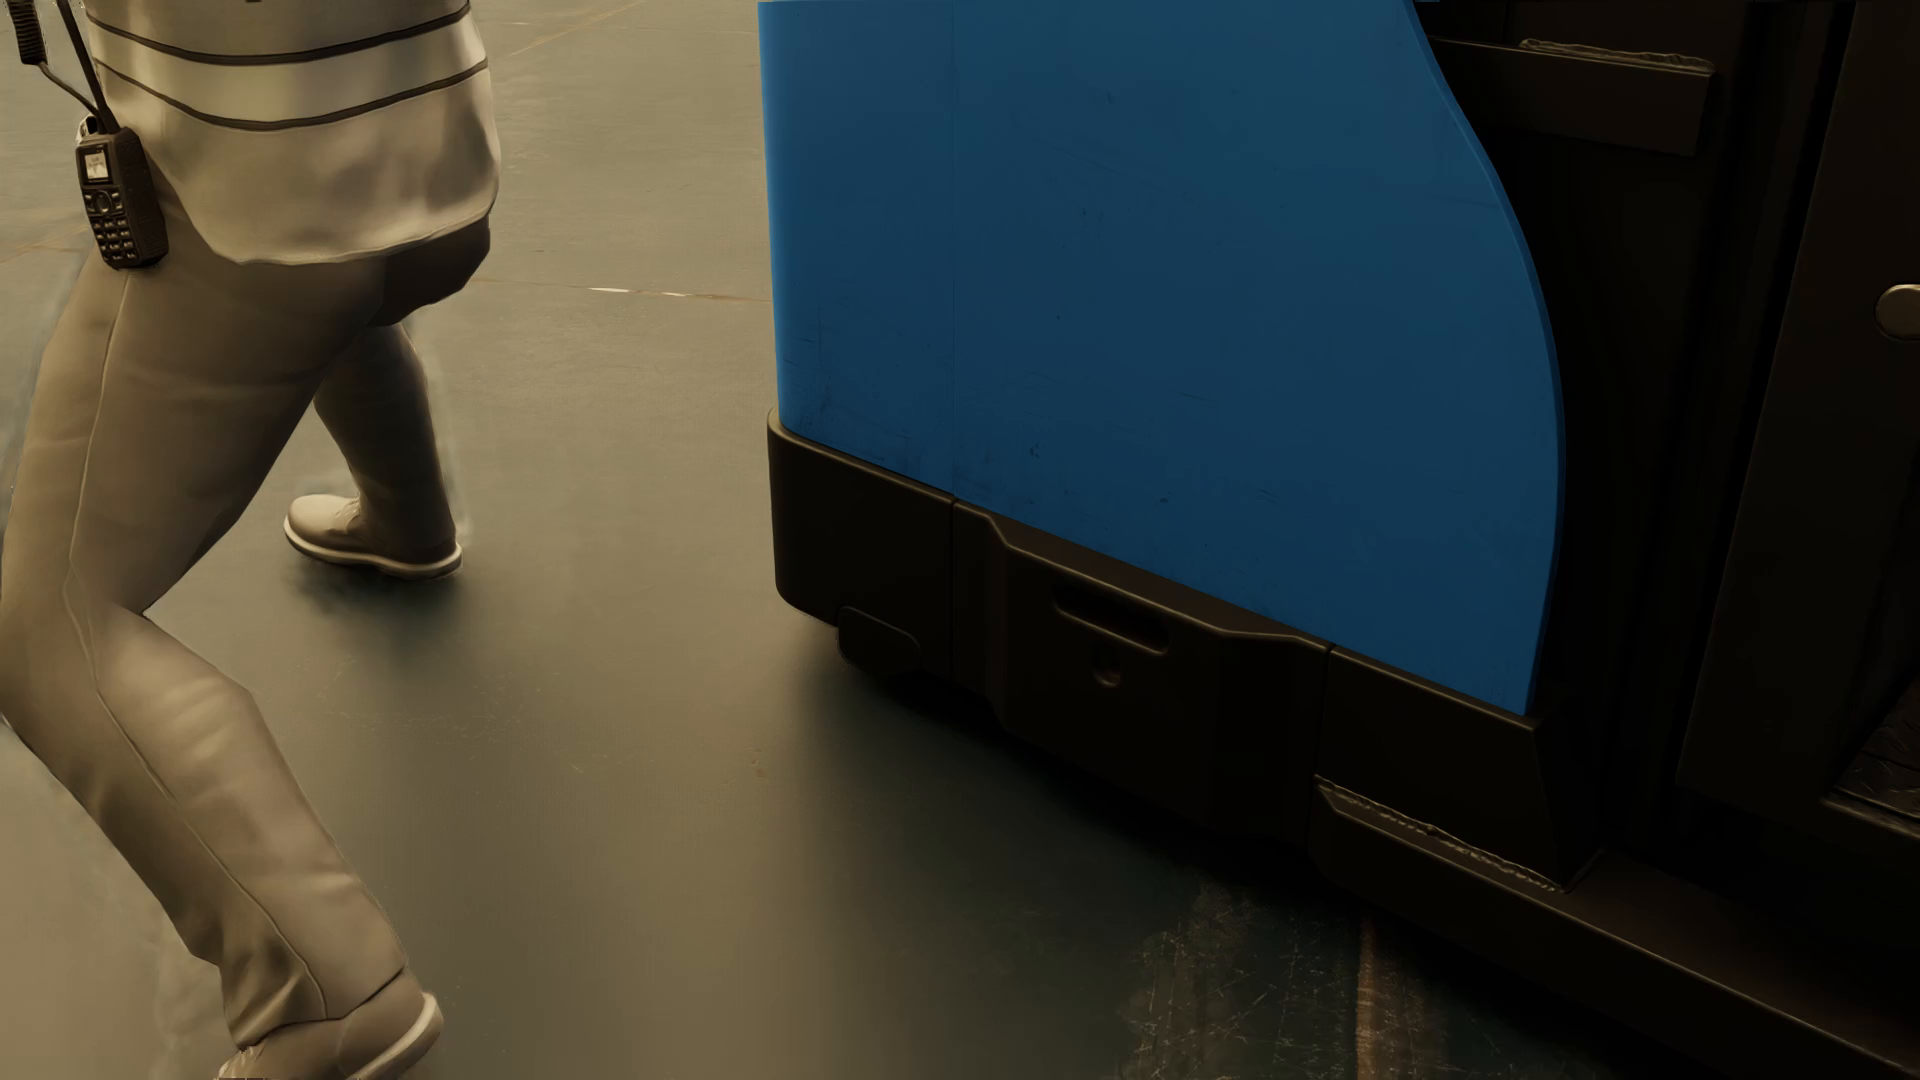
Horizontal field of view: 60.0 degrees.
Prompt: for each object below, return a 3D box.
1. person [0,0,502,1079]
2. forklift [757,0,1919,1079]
[{"bbox_3d":[-0.754,-0.358,1.624,0.937,1.515,0.983,13,29,24],"label":"person"},{"bbox_3d":[1.185,-0.905,1.040,3.031,2.935,1.130,22,34,37],"label":"forklift"}]
